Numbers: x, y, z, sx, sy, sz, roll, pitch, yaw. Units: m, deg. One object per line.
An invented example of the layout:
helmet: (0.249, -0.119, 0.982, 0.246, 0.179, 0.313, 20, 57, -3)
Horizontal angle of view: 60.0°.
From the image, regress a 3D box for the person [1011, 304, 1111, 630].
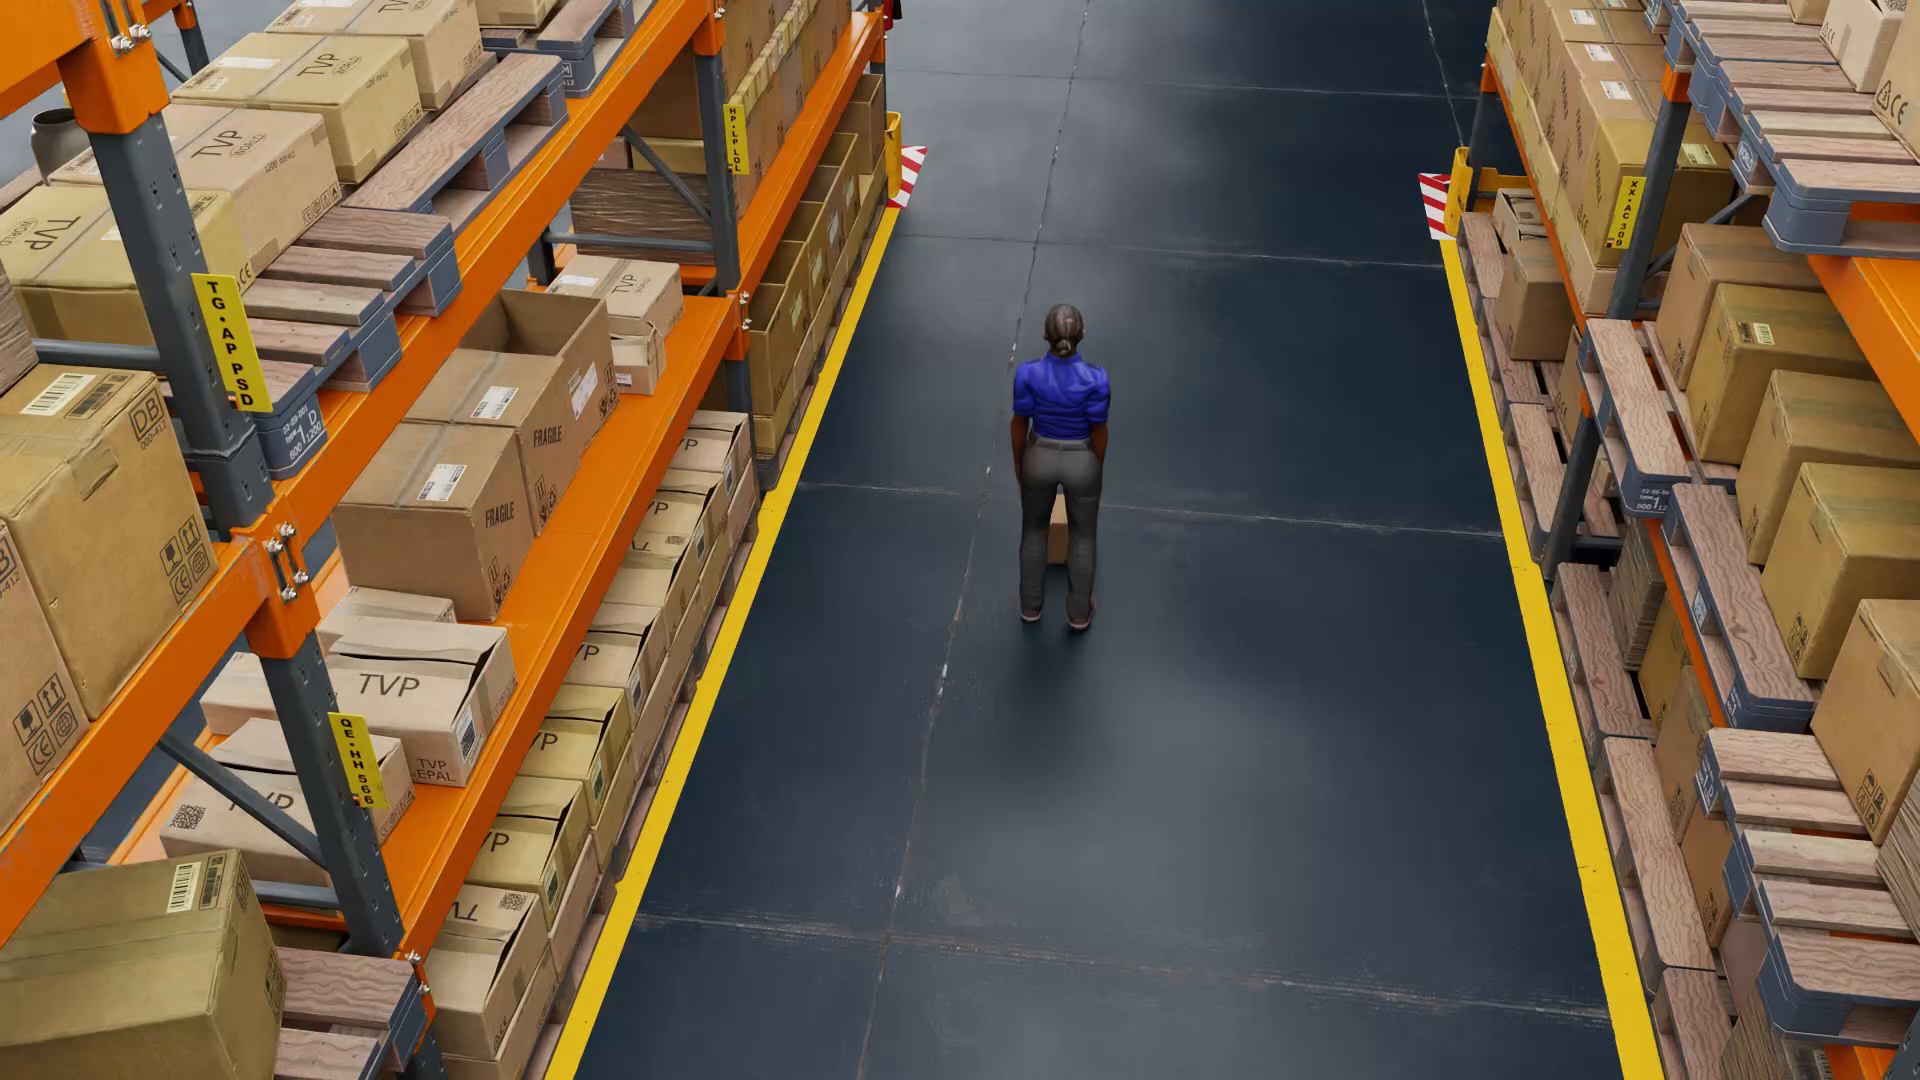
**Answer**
person: (0.444, -0.332, 7.500, 0.436, 1.658, 0.317, 5, 37, 7)
